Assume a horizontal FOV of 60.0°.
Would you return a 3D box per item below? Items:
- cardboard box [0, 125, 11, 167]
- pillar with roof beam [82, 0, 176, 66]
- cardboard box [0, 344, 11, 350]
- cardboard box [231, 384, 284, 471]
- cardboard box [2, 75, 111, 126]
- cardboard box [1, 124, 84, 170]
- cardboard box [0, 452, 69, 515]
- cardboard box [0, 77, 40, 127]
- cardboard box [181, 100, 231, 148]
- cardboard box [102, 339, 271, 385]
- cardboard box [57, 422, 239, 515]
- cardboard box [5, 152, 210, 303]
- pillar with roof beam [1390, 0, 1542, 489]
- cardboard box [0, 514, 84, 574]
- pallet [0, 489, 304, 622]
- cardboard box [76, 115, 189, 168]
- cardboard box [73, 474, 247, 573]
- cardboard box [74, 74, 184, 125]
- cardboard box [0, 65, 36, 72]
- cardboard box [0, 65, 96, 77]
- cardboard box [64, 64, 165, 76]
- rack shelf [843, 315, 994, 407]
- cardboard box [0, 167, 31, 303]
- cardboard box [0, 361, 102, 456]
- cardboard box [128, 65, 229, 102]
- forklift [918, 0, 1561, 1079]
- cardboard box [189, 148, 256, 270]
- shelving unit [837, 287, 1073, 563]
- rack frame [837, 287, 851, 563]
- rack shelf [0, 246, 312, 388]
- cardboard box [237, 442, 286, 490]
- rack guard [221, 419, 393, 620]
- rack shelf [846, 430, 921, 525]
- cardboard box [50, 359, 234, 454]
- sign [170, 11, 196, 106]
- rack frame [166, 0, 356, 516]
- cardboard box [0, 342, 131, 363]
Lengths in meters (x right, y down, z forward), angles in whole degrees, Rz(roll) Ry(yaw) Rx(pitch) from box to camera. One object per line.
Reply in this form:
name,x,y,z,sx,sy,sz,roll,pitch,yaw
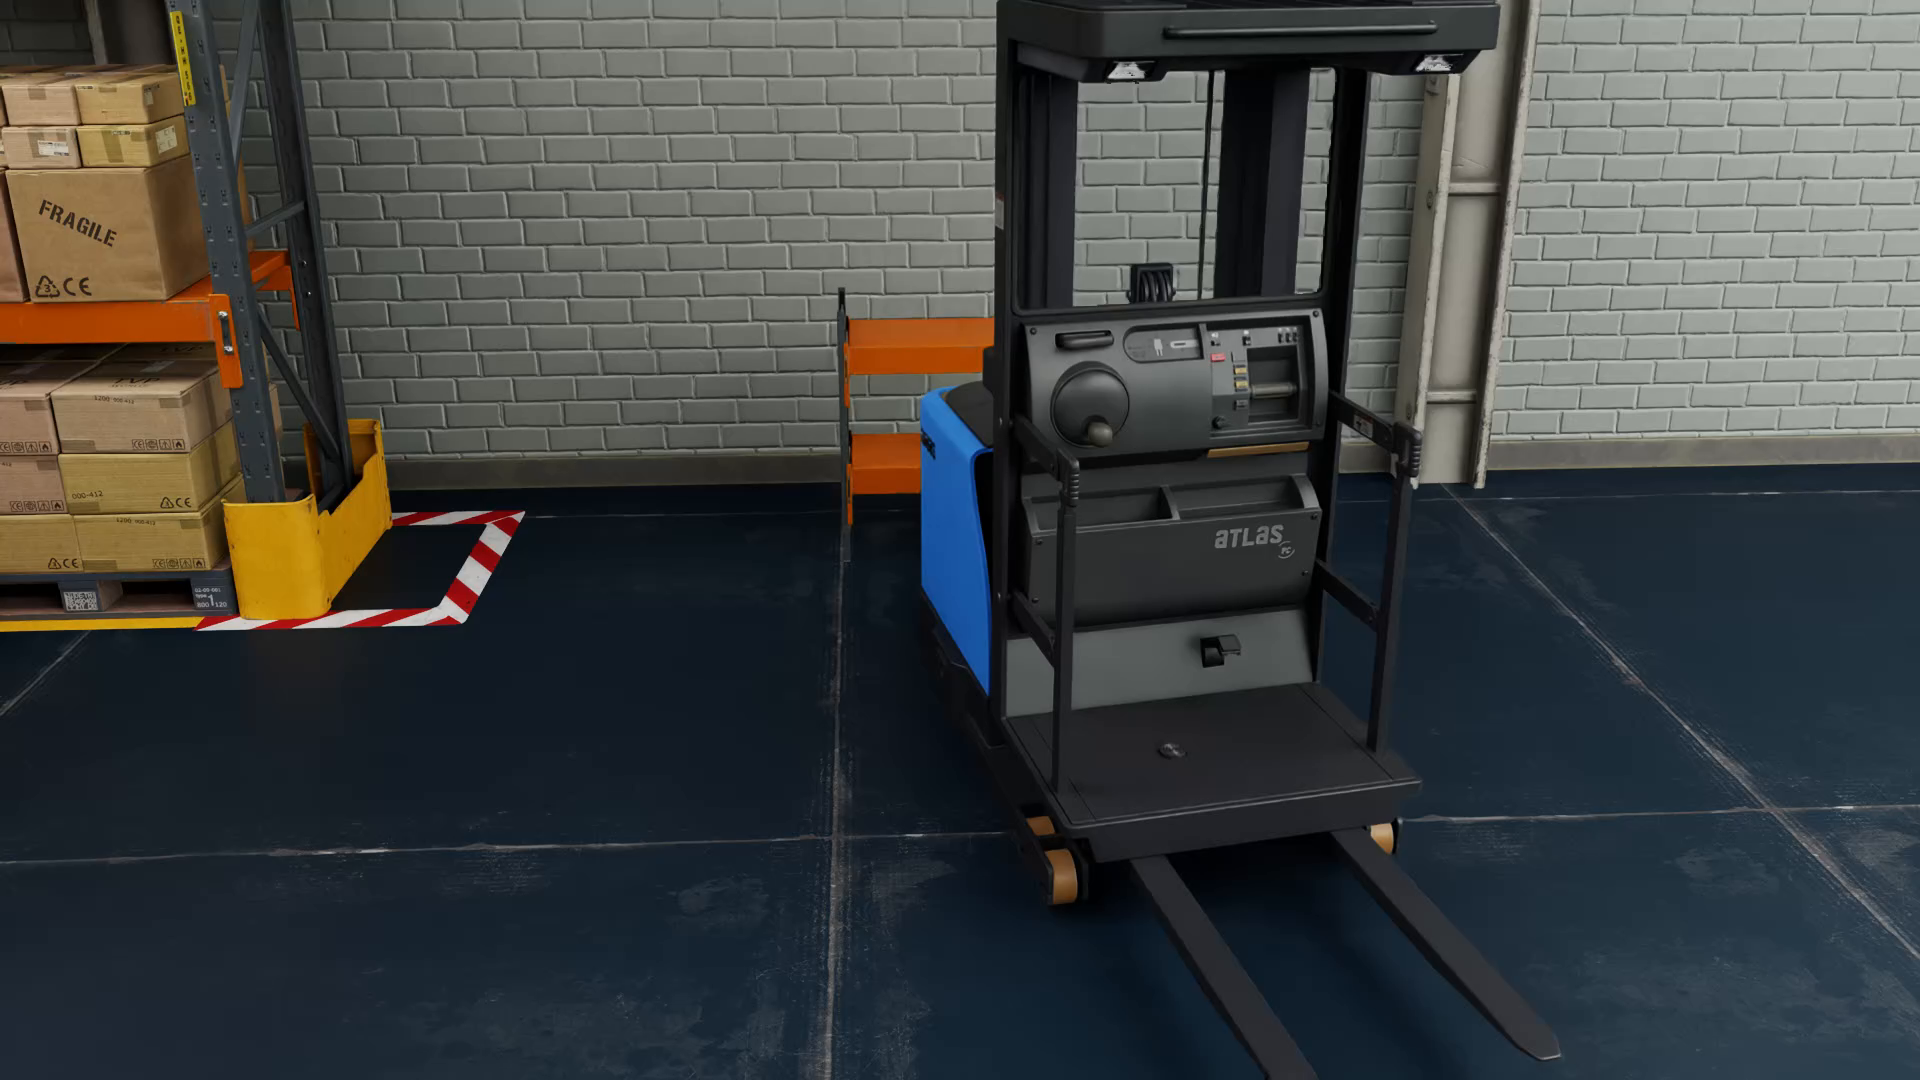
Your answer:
cardboard box,-3.676,-1.528,6.368,0.250,0.149,0.380,-1,21,-2
pillar with roof beam,-3.331,-2.865,2.498,0.400,9.000,9.100,-1,21,-3
cardboard box,-4.319,-0.703,7.120,0.500,0.250,0.500,-1,21,-3
cardboard box,-3.311,-0.493,7.273,0.500,0.250,0.500,-1,21,-2
cardboard box,-3.420,-1.675,6.335,0.250,0.149,0.380,-1,21,-3
cardboard box,-3.414,-1.512,6.324,0.250,0.149,0.380,-1,21,-2
cardboard box,-3.799,-0.302,6.770,0.500,0.250,0.500,-1,21,-4
cardboard box,-3.680,-1.660,6.295,0.250,0.149,0.380,-1,21,-2
cardboard box,-3.184,-1.720,6.869,0.250,0.149,0.380,-2,21,-4
cardboard box,-3.321,-0.720,7.166,0.500,0.250,0.500,-1,21,-4
cardboard box,-3.298,-0.308,6.787,0.500,0.250,0.500,-1,21,-4
cardboard box,-3.306,-1.228,6.490,0.500,0.500,0.500,-2,21,-4
pillar with roof beam,2.659,-2.987,2.818,0.400,9.000,9.100,-1,21,-3
cardboard box,-3.778,-0.067,6.856,0.500,0.250,0.500,-1,21,-3
pallet,-3.591,0.049,7.195,1.213,0.211,1.003,-1,21,-3
cardboard box,-3.160,-1.528,6.366,0.250,0.149,0.380,-1,21,-2
cardboard box,-3.281,-0.074,6.873,0.500,0.250,0.500,-1,21,-3
cardboard box,-3.176,-1.691,6.377,0.250,0.149,0.380,-1,21,-3
cardboard box,-3.951,-1.839,6.765,0.250,0.149,0.380,-1,21,-3
cardboard box,-3.704,-1.839,6.764,0.250,0.149,0.380,-1,21,-2
cardboard box,-3.447,-1.859,6.818,0.250,0.149,0.380,0,21,-1
rack shelf,-0.007,-0.799,7.316,1.000,0.278,0.538,-1,21,-3
cardboard box,-3.825,-1.221,6.471,0.500,0.500,0.500,-1,21,-1
cardboard box,-3.781,-0.530,6.667,0.500,0.250,0.500,-1,21,-2
cardboard box,-3.178,-1.842,6.774,0.250,0.149,0.380,-2,21,-4
forklift,0.699,-0.458,4.705,1.130,2.935,3.031,-5,21,-13
cardboard box,-3.340,-1.420,6.994,0.500,0.500,0.500,0,21,-1
shelving unit,-0.007,-0.526,7.420,1.048,1.125,0.538,-1,21,-3
rack frame,-0.514,-0.515,7.393,0.032,1.125,0.500,-1,21,-3
rack shelf,-4.827,-0.908,6.800,4.000,0.370,1.077,-1,21,-3
cardboard box,-3.332,-0.255,7.349,0.500,0.250,0.500,-1,21,-3
rack guard,-2.806,-0.117,7.225,0.348,0.500,1.175,-1,21,-3
rack shelf,-0.007,-0.297,7.507,1.000,0.278,0.538,-1,21,-3
cardboard box,-3.272,-0.543,6.700,0.500,0.250,0.500,0,21,-1
sign,-2.813,-1.743,6.024,0.005,0.325,0.100,-1,21,-3
rack frame,-2.830,-1.284,6.779,0.127,3.000,1.000,-1,21,-3
cardboard box,-3.819,-0.709,7.136,0.500,0.250,0.500,-1,21,-3
